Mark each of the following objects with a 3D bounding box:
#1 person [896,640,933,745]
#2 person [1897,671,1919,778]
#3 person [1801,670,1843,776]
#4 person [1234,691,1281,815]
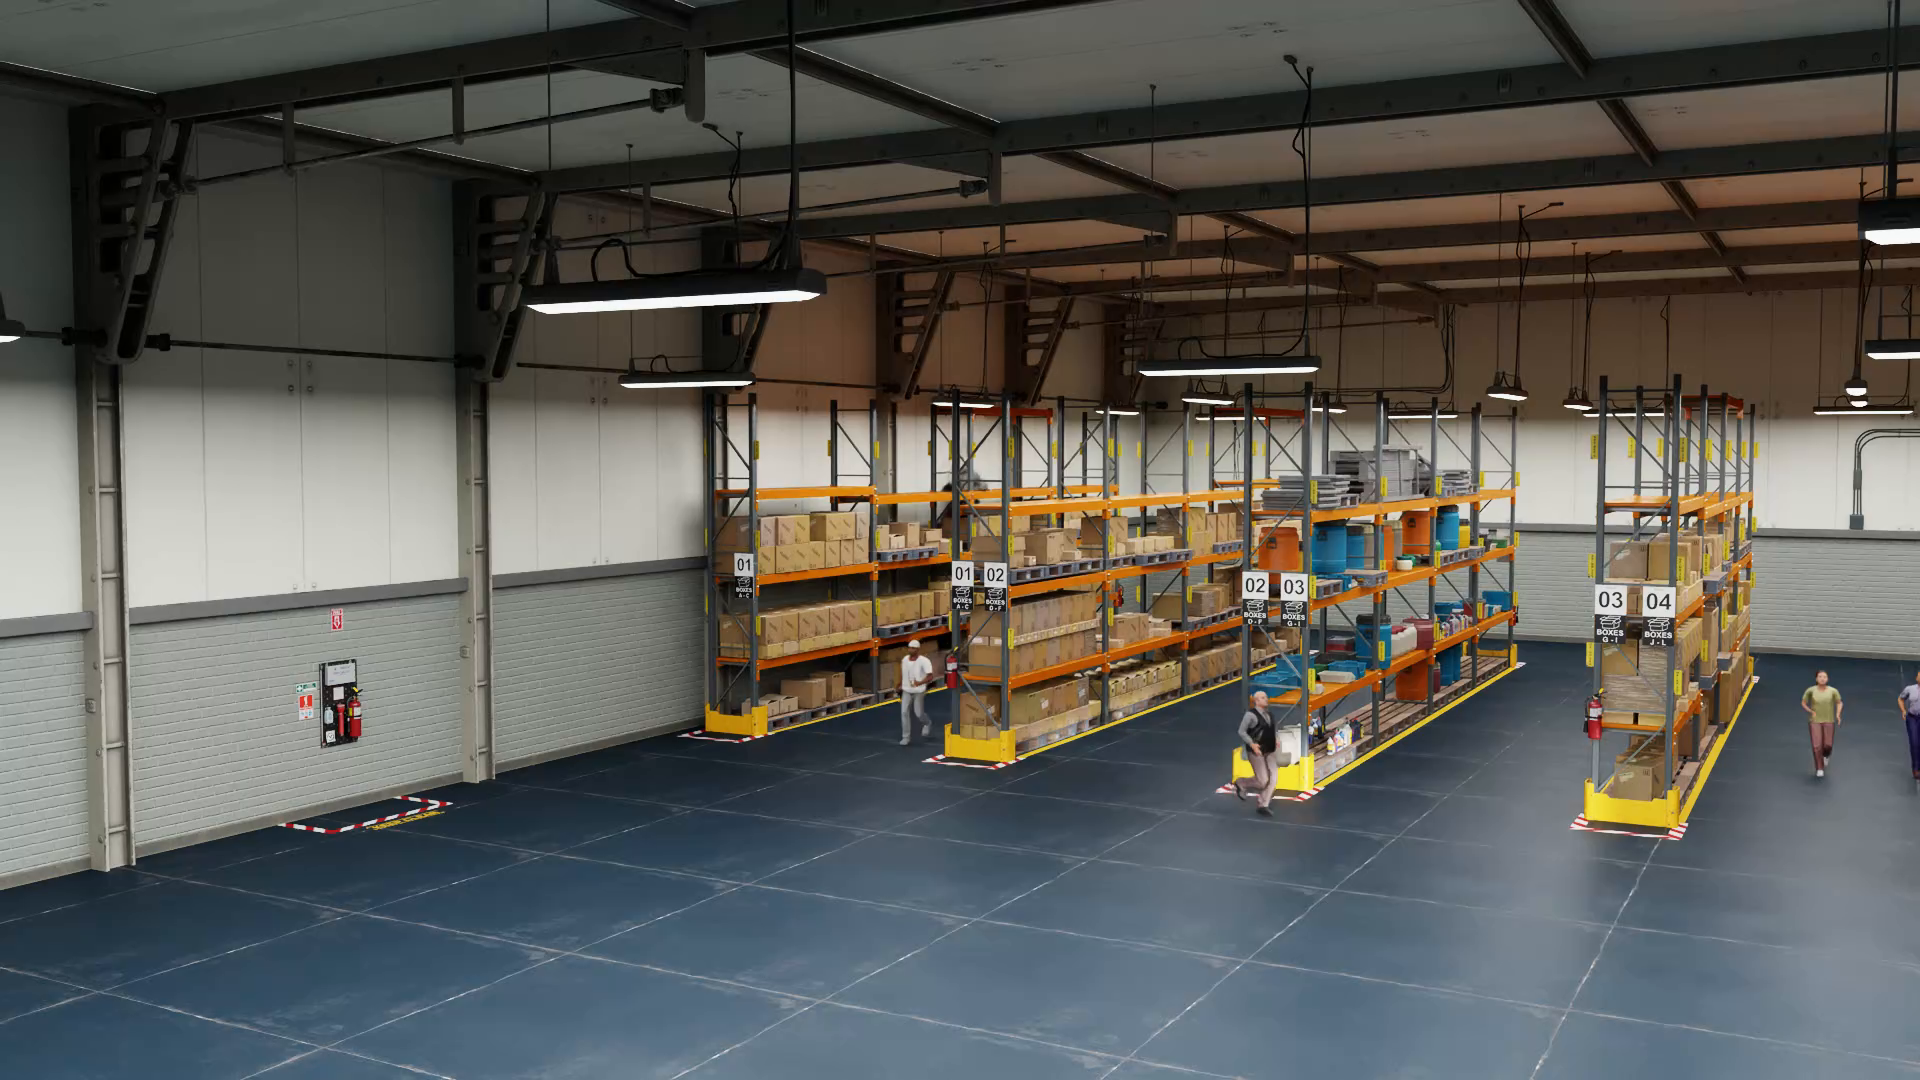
[{"bbox_3d":[-0.778,2.578,28.437,0.726,1.751,0.904,1,3,25],"label":"person"},{"bbox_3d":[14.776,2.809,25.579,0.620,1.614,0.843,1,3,25],"label":"person"},{"bbox_3d":[13.267,2.811,25.605,0.580,1.629,0.552,1,3,24],"label":"person"},{"bbox_3d":[4.130,2.932,22.997,0.662,1.694,0.651,-2,4,-35],"label":"person"}]
